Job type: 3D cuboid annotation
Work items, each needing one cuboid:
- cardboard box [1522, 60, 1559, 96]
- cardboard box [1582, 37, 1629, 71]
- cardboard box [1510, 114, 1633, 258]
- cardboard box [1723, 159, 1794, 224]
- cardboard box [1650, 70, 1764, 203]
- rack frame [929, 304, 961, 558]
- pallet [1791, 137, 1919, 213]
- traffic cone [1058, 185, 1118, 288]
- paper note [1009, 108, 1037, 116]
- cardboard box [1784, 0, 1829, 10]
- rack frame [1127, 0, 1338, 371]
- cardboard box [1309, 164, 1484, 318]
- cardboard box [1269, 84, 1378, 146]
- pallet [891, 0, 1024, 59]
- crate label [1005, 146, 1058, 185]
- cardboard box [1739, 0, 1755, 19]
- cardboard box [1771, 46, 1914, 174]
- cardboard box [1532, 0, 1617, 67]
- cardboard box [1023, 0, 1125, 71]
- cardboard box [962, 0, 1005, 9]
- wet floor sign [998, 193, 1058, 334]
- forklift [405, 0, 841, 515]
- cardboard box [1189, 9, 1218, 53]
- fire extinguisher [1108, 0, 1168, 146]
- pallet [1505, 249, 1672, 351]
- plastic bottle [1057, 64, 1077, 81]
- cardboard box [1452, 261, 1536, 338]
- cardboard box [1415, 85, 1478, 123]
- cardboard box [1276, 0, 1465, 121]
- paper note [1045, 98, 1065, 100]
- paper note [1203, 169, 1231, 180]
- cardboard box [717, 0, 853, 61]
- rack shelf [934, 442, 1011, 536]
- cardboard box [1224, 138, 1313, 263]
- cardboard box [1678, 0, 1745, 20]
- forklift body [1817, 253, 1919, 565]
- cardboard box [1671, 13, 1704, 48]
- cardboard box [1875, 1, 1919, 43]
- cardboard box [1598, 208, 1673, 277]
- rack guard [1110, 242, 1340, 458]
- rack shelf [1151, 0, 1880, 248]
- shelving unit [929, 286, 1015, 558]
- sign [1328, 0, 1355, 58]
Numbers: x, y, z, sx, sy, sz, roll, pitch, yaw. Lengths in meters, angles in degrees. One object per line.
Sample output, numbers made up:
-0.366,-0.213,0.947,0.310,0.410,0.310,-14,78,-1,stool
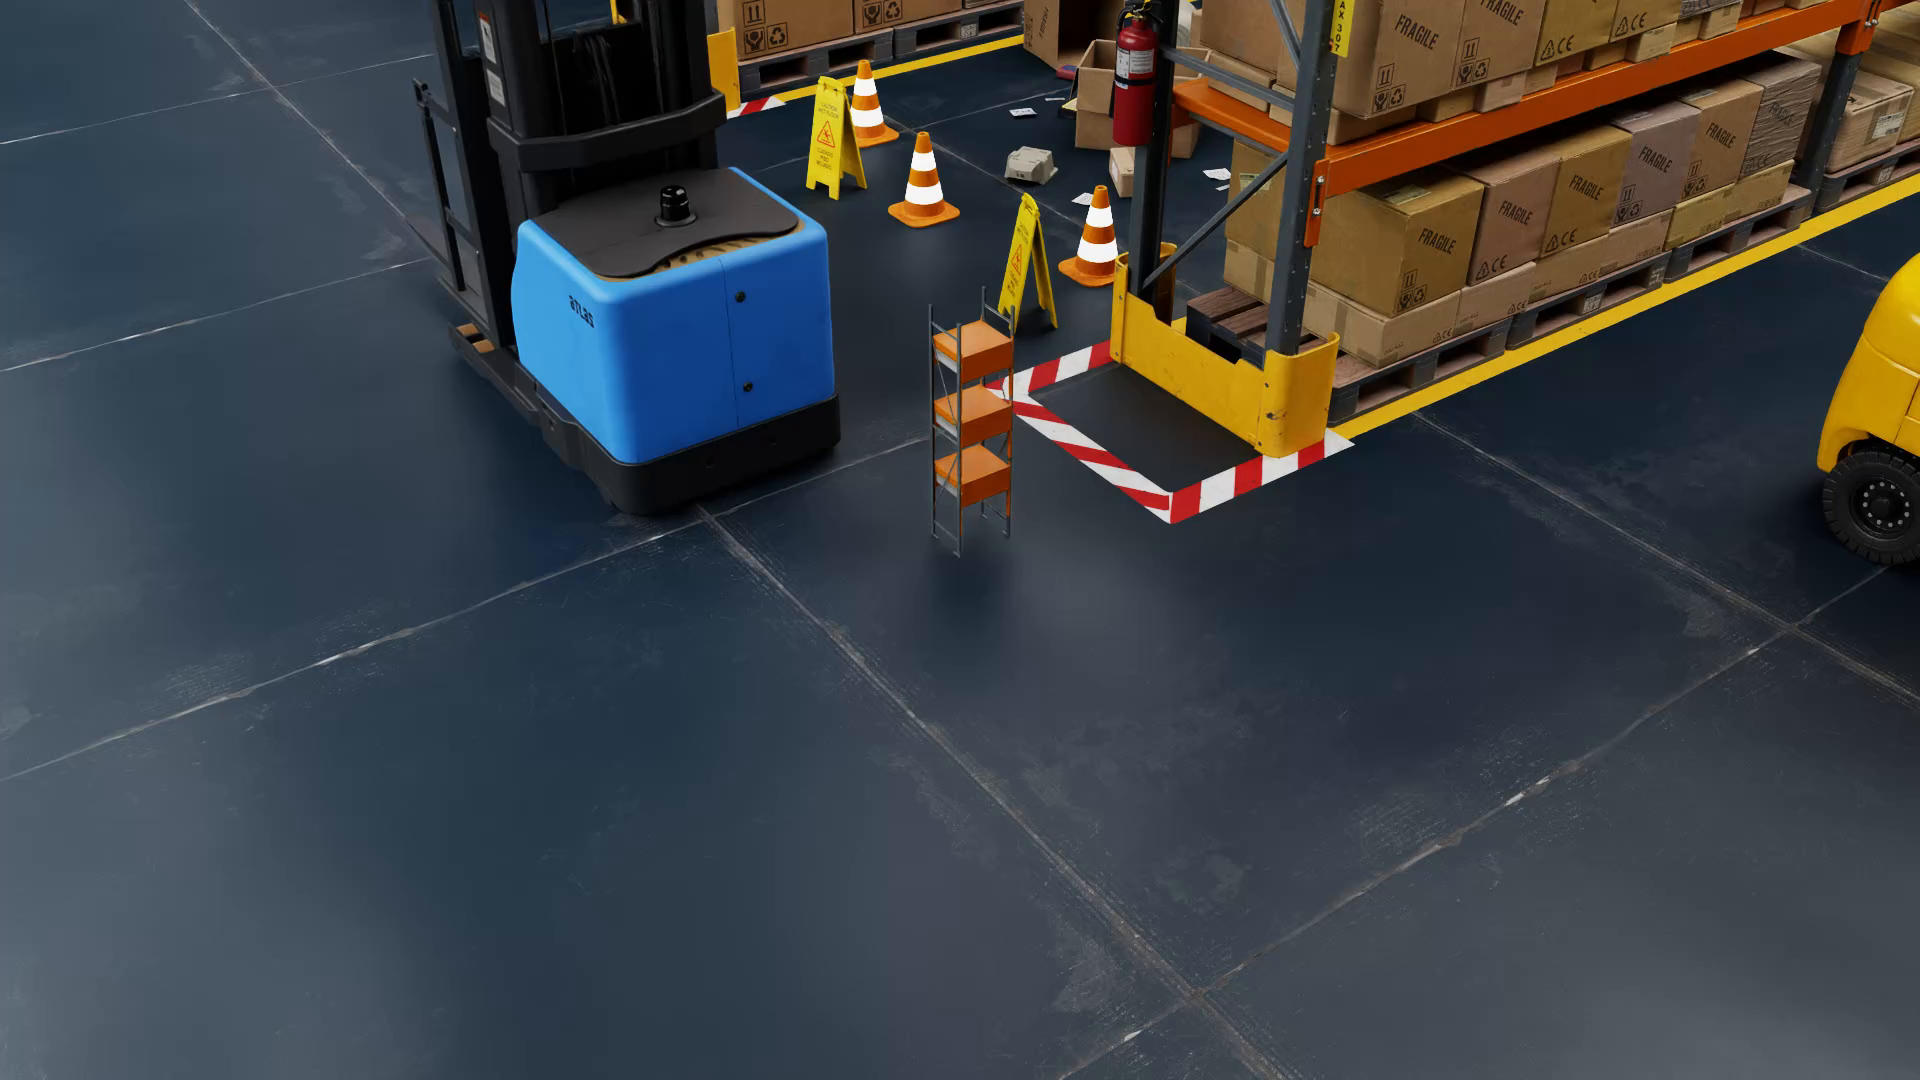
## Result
2.393,-2.093,7.306,0.250,0.149,0.380,-21,41,-27,cardboard box
2.806,-2.285,7.573,0.250,0.149,0.380,-24,42,-29,cardboard box
2.785,-1.720,7.925,0.500,0.500,0.500,-22,41,-27,cardboard box
4.049,-1.943,8.878,0.500,0.250,0.500,-20,40,-26,cardboard box
3.634,-2.076,8.420,0.500,0.500,0.500,-22,41,-27,cardboard box
-0.056,-0.403,6.411,0.008,1.050,0.200,-22,41,-28,rack frame
5.013,-2.347,9.832,1.213,0.211,1.003,-22,41,-28,pallet
0.716,-1.601,8.580,0.334,0.463,0.336,-22,41,-28,traffic cone
0.399,-2.696,10.474,0.142,0.017,0.144,-9,37,-12,paper note
4.090,-2.773,8.252,0.250,0.149,0.380,-21,41,-27,cardboard box
1.108,-1.871,6.782,0.127,3.000,1.000,-22,41,-28,rack frame
1.946,-1.377,7.448,0.500,0.500,0.500,-24,42,-29,cardboard box
1.505,-1.784,6.877,0.250,0.149,0.380,-22,41,-28,cardboard box
-0.222,-3.781,11.827,1.213,0.211,1.003,-22,41,-28,pallet
0.406,-2.178,9.661,0.250,0.136,0.298,15,38,20,crate label
3.621,-2.646,8.075,0.250,0.149,0.380,-23,42,-28,cardboard box
4.805,-2.497,9.544,0.625,0.372,0.950,-22,41,-27,cardboard box
2.492,-2.407,7.187,0.500,0.500,0.500,-23,42,-29,cardboard box
0.766,-3.519,11.212,0.500,0.500,0.500,-15,38,-20,cardboard box
0.154,-4.369,11.716,0.875,0.875,0.875,-22,41,-28,cardboard box
0.336,-1.362,8.091,0.232,0.644,0.267,-9,37,-12,wet floor sign
-1.776,-2.109,7.172,1.130,2.935,3.031,-22,41,-28,forklift
1.845,-3.030,10.416,0.503,0.637,0.797,-22,41,-28,cardboard box
0.749,-2.021,7.057,0.183,0.674,0.296,-22,41,-28,fire extinguisher
2.851,-1.428,8.555,1.213,0.211,1.003,-22,41,-28,pallet
0.791,-3.067,10.962,0.283,0.061,0.133,22,41,28,plastic bottle
2.348,-1.232,7.890,0.500,0.250,0.500,-21,41,-26,cardboard box
1.966,-1.926,7.075,0.250,0.149,0.380,-24,42,-29,cardboard box
1.655,-2.059,6.703,0.500,0.500,0.500,-23,42,-29,cardboard box
0.612,-2.832,10.678,0.123,0.001,0.032,-3,36,-4,paper note
1.515,-2.143,9.713,0.142,0.019,0.148,-9,37,-12,paper note
-1.310,-3.767,10.878,0.875,0.875,0.875,-22,41,-28,cardboard box
0.044,-0.210,6.637,0.240,0.259,0.215,-22,41,-28,rack shelf
1.612,-1.623,7.791,0.500,0.500,0.500,-22,41,-28,cardboard box
3.319,-2.756,7.673,0.500,0.500,0.500,-21,41,-27,cardboard box
4.469,-0.667,5.835,1.214,2.155,2.313,-22,41,-28,forklift body
3.235,-2.445,7.796,0.250,0.149,0.380,-23,42,-29,cardboard box
5.958,-2.976,10.209,0.625,0.372,0.950,-21,41,-26,cardboard box
3.201,-1.590,8.388,0.500,0.250,0.500,-22,41,-27,cardboard box
1.170,-0.881,7.547,0.348,0.500,1.175,-22,41,-28,rack guard
2.743,-2.251,7.927,4.000,0.370,1.077,-22,41,-28,rack shelf
0.044,-0.444,6.468,0.252,1.050,0.215,-22,41,-28,shelving unit
1.420,-1.963,6.169,0.005,0.325,0.100,-22,41,-28,sign
